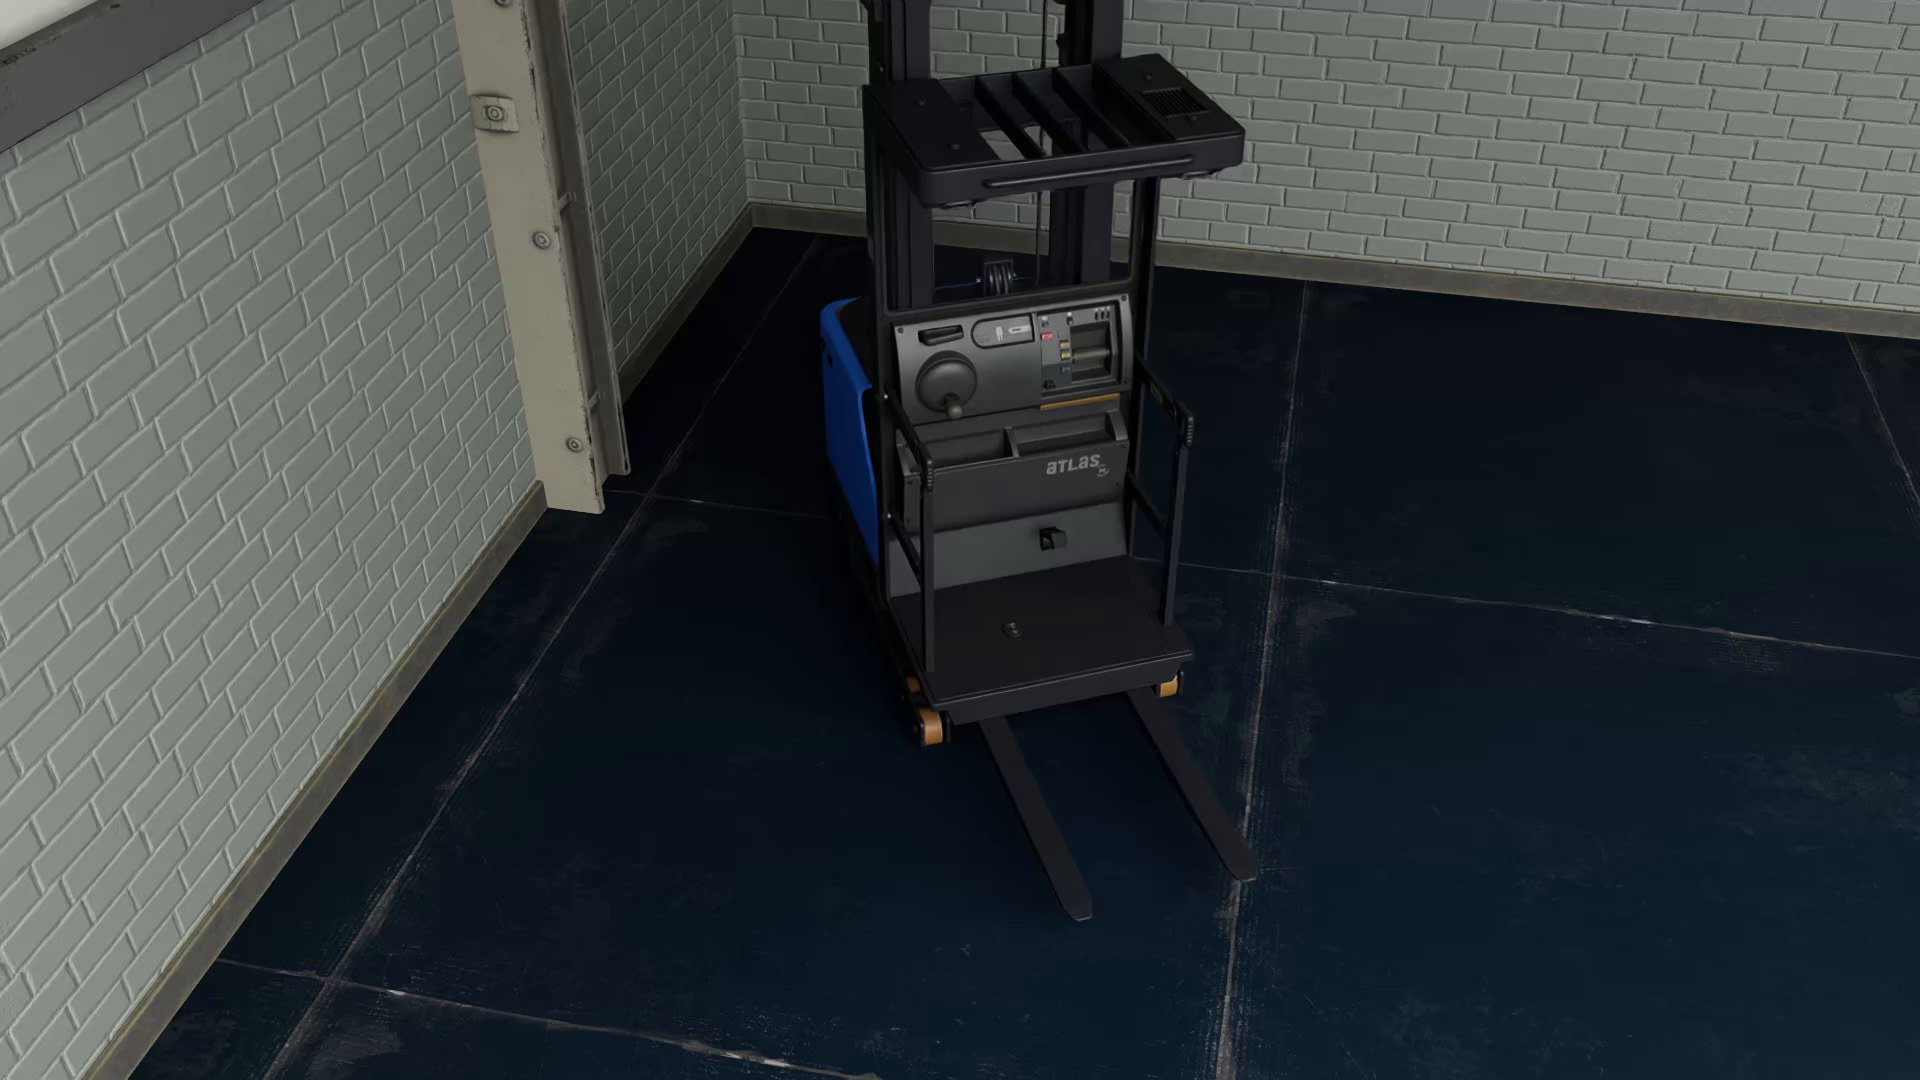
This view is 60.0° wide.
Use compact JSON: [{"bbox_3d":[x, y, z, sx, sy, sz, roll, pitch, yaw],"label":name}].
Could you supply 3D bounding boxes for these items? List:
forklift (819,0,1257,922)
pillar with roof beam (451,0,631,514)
[{"bbox_3d":[0.274,-0.630,6.122,1.130,2.935,3.031,-10,37,-14],"label":"forklift"},{"bbox_3d":[2.387,-3.361,4.719,9.100,9.000,0.400,7,37,10],"label":"pillar with roof beam"}]
